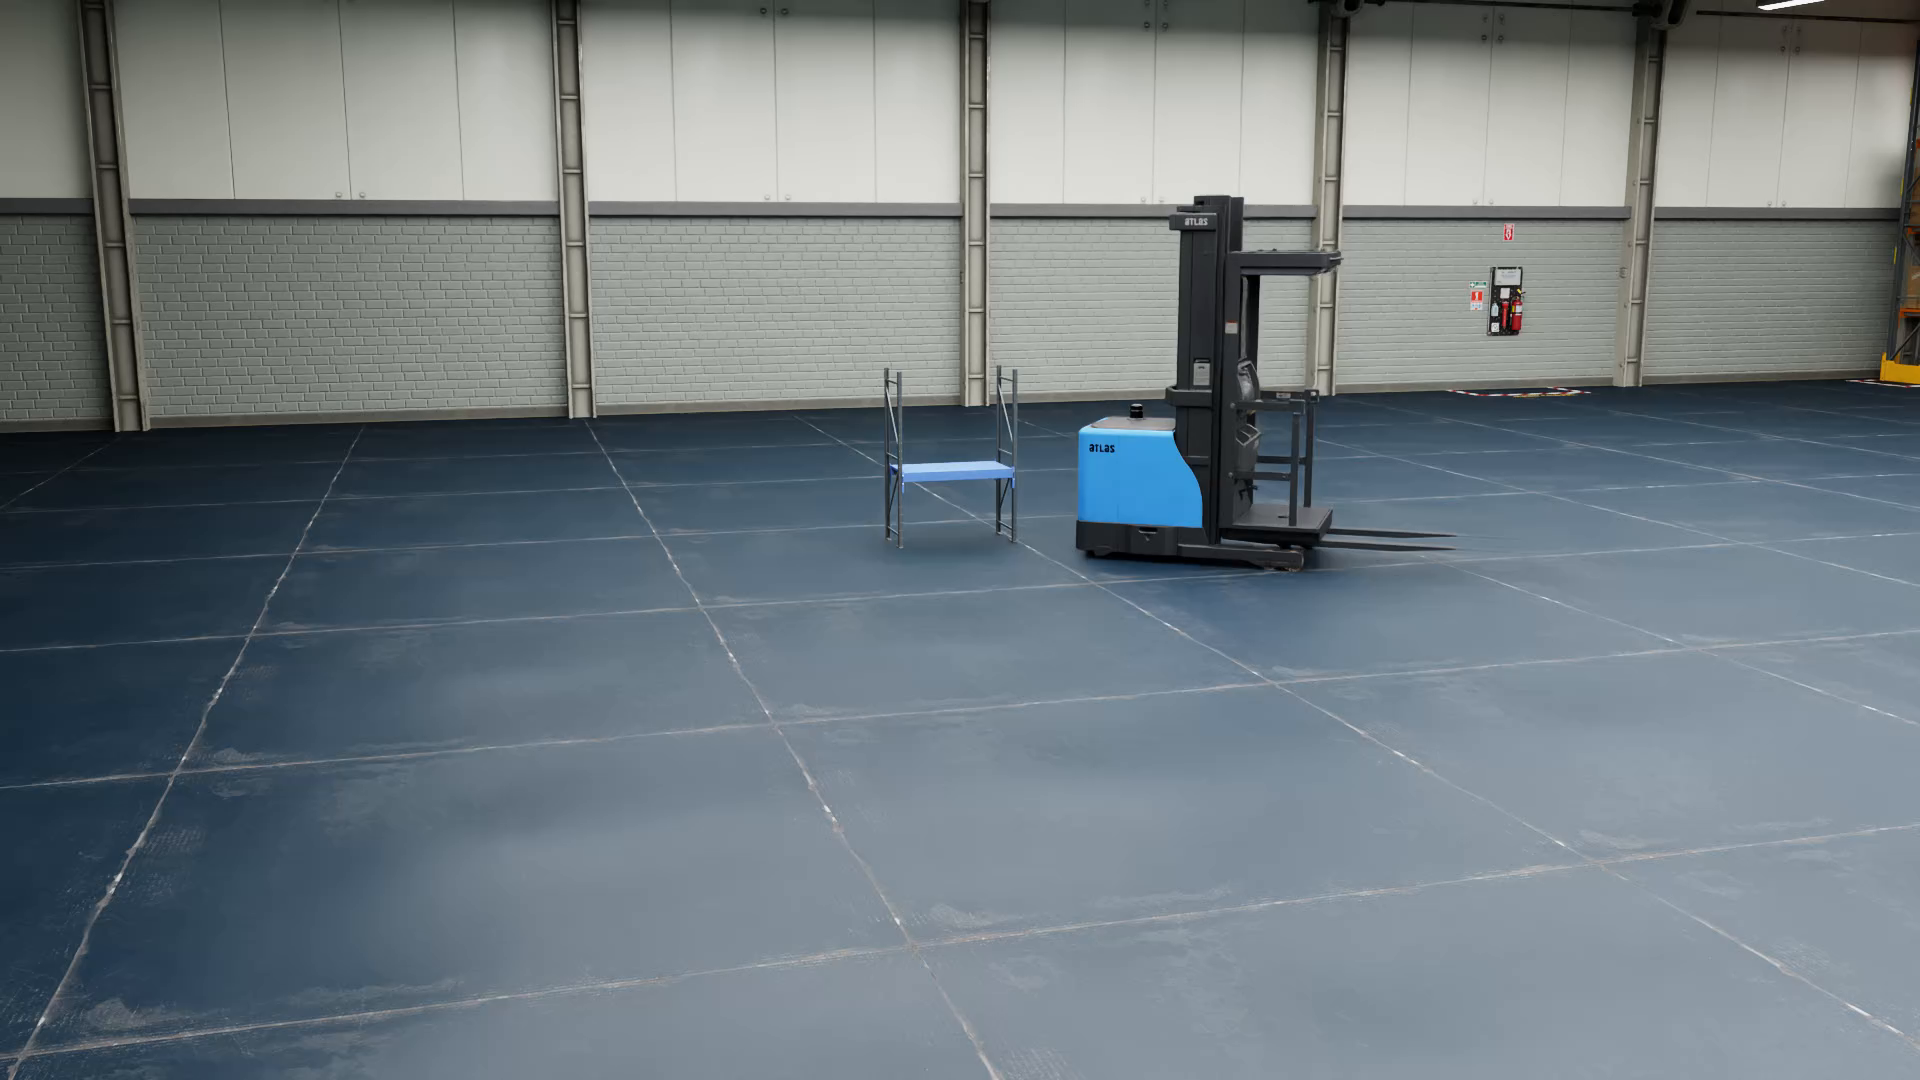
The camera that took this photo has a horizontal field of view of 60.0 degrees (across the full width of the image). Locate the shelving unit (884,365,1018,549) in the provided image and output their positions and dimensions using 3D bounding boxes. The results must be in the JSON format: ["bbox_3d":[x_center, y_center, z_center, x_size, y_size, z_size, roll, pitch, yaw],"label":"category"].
[{"bbox_3d":[-0.082,-0.733,14.387,1.048,1.500,0.538,-3,11,-16],"label":"shelving unit"}]

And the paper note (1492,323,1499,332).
[{"bbox_3d":[9.175,-3.644,28.489,0.142,0.148,0.016,-3,11,-16],"label":"paper note"}]

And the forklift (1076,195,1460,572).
[{"bbox_3d":[2.535,-1.298,13.503,3.031,2.935,1.130,3,11,18],"label":"forklift"}]

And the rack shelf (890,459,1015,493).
[{"bbox_3d":[-0.082,-0.556,14.420,1.000,0.185,0.538,-3,11,-16],"label":"rack shelf"}]

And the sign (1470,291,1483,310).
[{"bbox_3d":[8.805,-4.082,28.335,0.234,0.329,0.001,-3,11,-16],"label":"sign"}]

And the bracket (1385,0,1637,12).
[{"bbox_3d":[8.958,-8.699,27.004,4.783,0.066,0.076,-3,11,-16],"label":"bracket"}]

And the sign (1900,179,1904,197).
[{"bbox_3d":[16.942,-6.319,29.854,0.005,0.325,0.100,-3,11,-16],"label":"sign"}]

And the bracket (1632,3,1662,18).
[{"bbox_3d":[11.449,-8.831,27.717,0.430,0.232,0.235,-3,11,-16],"label":"bracket"}]

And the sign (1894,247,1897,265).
[{"bbox_3d":[16.942,-5.133,30.072,0.005,0.325,0.100,-3,11,-16],"label":"sign"}]

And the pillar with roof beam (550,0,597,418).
[{"bbox_3d":[-4.332,-5.484,19.479,0.400,9.000,9.100,-3,11,-16],"label":"pillar with roof beam"}]

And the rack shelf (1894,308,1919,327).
[{"bbox_3d":[18.999,-4.058,30.291,4.000,0.370,1.077,-3,11,-16],"label":"rack shelf"}]

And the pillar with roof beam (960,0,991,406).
[{"bbox_3d":[1.429,-5.787,21.129,0.548,9.000,9.100,-3,11,-16],"label":"pillar with roof beam"}]

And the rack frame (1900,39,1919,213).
[{"bbox_3d":[17.078,-7.261,29.133,0.127,3.000,1.000,-3,11,-16],"label":"rack frame"}]

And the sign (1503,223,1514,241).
[{"bbox_3d":[9.329,-5.231,28.274,0.199,0.298,0.001,-3,11,-16],"label":"sign"}]

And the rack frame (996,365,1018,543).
[{"bbox_3d":[0.406,-0.759,14.527,0.032,1.500,0.500,-3,11,-16],"label":"rack frame"}]

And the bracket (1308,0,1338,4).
[{"bbox_3d":[5.688,-8.527,26.068,0.430,0.232,0.235,-3,11,-16],"label":"bracket"}]

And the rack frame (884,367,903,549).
[{"bbox_3d":[-0.570,-0.708,14.247,0.032,1.500,0.500,-3,11,-16],"label":"rack frame"}]

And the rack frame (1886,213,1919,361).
[{"bbox_3d":[17.078,-4.310,29.676,0.127,3.000,1.000,-3,11,-16],"label":"rack frame"}]

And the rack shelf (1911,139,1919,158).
[{"bbox_3d":[18.999,-7.007,29.748,4.000,0.370,1.077,-3,11,-16],"label":"rack shelf"}]

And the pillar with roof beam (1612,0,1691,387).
[{"bbox_3d":[12.951,-6.395,24.427,0.548,9.000,9.100,-3,11,-16],"label":"pillar with roof beam"}]

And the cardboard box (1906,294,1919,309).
[{"bbox_3d":[17.473,-4.304,29.999,0.500,0.250,0.500,-3,11,-15],"label":"cardboard box"}]

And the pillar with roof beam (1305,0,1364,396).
[{"bbox_3d":[7.190,-6.091,22.778,0.548,9.000,9.100,-3,11,-16],"label":"pillar with roof beam"}]

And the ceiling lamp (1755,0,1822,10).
[{"bbox_3d":[11.717,-9.077,22.874,0.800,3.185,2.000,-3,11,-16],"label":"ceiling lamp"}]

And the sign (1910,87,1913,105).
[{"bbox_3d":[16.943,-7.896,29.563,0.005,0.325,0.100,-3,11,-16],"label":"sign"}]

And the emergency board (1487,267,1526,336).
[{"bbox_3d":[9.364,-4.074,28.392,0.643,1.169,0.194,-3,11,-16],"label":"emergency board"}]

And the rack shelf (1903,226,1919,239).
[{"bbox_3d":[18.999,-5.533,30.019,4.000,0.370,1.077,-3,11,-16],"label":"rack shelf"}]

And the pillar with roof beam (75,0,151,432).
[{"bbox_3d":[-10.092,-5.180,17.830,0.400,9.000,9.100,-3,11,-16],"label":"pillar with roof beam"}]

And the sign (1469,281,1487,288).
[{"bbox_3d":[8.812,-4.341,28.279,0.331,0.109,0.001,-3,11,-16],"label":"sign"}]

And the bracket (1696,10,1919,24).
[{"bbox_3d":[14.719,-9.003,28.654,4.783,0.066,0.076,-3,11,-16],"label":"bracket"}]

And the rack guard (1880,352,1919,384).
[{"bbox_3d":[17.151,-3.085,29.923,0.348,0.500,1.175,-3,11,-16],"label":"rack guard"}]

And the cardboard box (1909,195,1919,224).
[{"bbox_3d":[17.408,-5.910,29.747,0.500,0.500,0.500,-2,11,-12],"label":"cardboard box"}]

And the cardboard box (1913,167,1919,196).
[{"bbox_3d":[17.419,-6.404,29.668,0.500,0.500,0.500,-3,11,-13],"label":"cardboard box"}]

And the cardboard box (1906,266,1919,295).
[{"bbox_3d":[17.471,-4.676,29.950,0.500,0.500,0.500,-3,11,-17],"label":"cardboard box"}]

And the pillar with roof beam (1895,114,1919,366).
[{"bbox_3d":[18.712,-6.698,26.077,0.400,9.000,9.100,-3,11,-16],"label":"pillar with roof beam"}]

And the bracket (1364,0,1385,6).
[{"bbox_3d":[6.485,-8.569,26.296,0.430,0.232,0.235,-3,11,-16],"label":"bracket"}]
